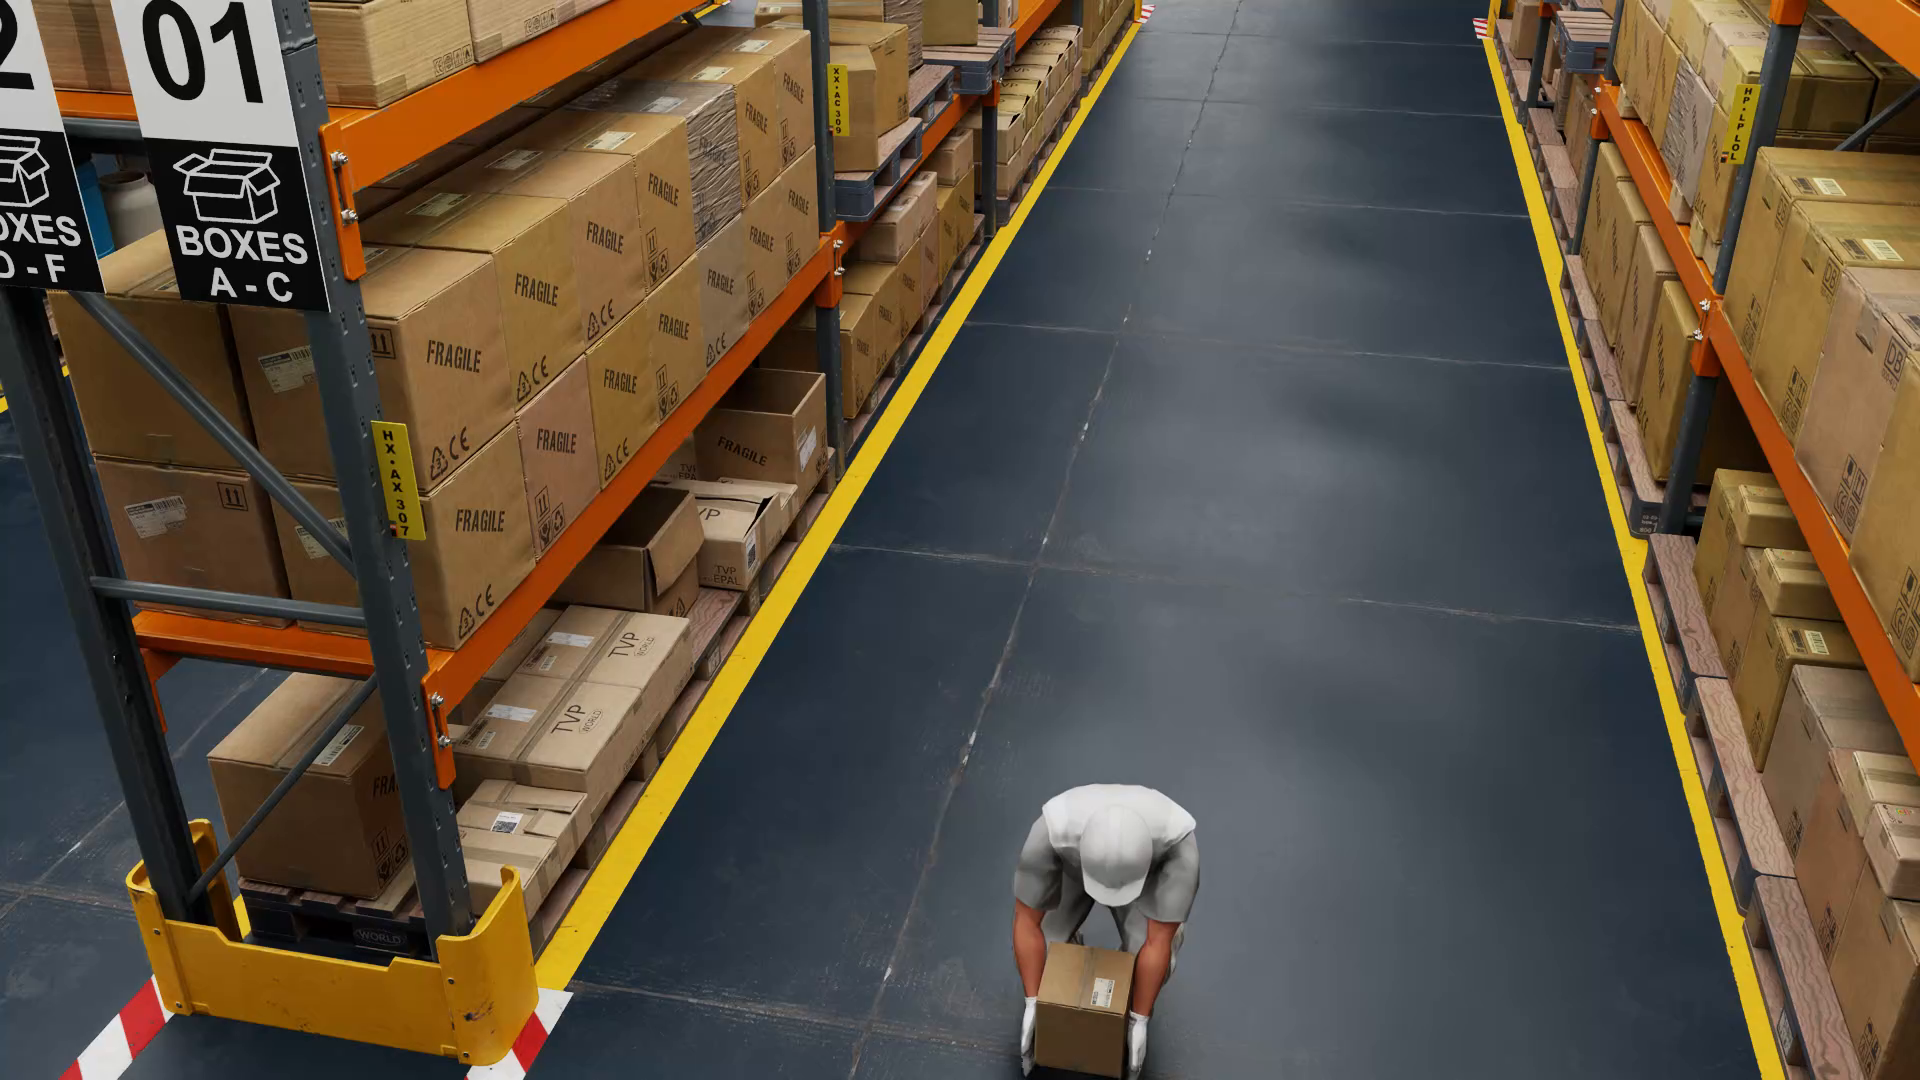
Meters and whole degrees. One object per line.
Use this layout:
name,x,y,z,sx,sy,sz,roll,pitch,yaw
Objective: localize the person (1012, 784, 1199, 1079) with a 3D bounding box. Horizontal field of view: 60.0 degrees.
person,0.436,1.057,4.994,0.554,0.996,0.871,6,29,10
